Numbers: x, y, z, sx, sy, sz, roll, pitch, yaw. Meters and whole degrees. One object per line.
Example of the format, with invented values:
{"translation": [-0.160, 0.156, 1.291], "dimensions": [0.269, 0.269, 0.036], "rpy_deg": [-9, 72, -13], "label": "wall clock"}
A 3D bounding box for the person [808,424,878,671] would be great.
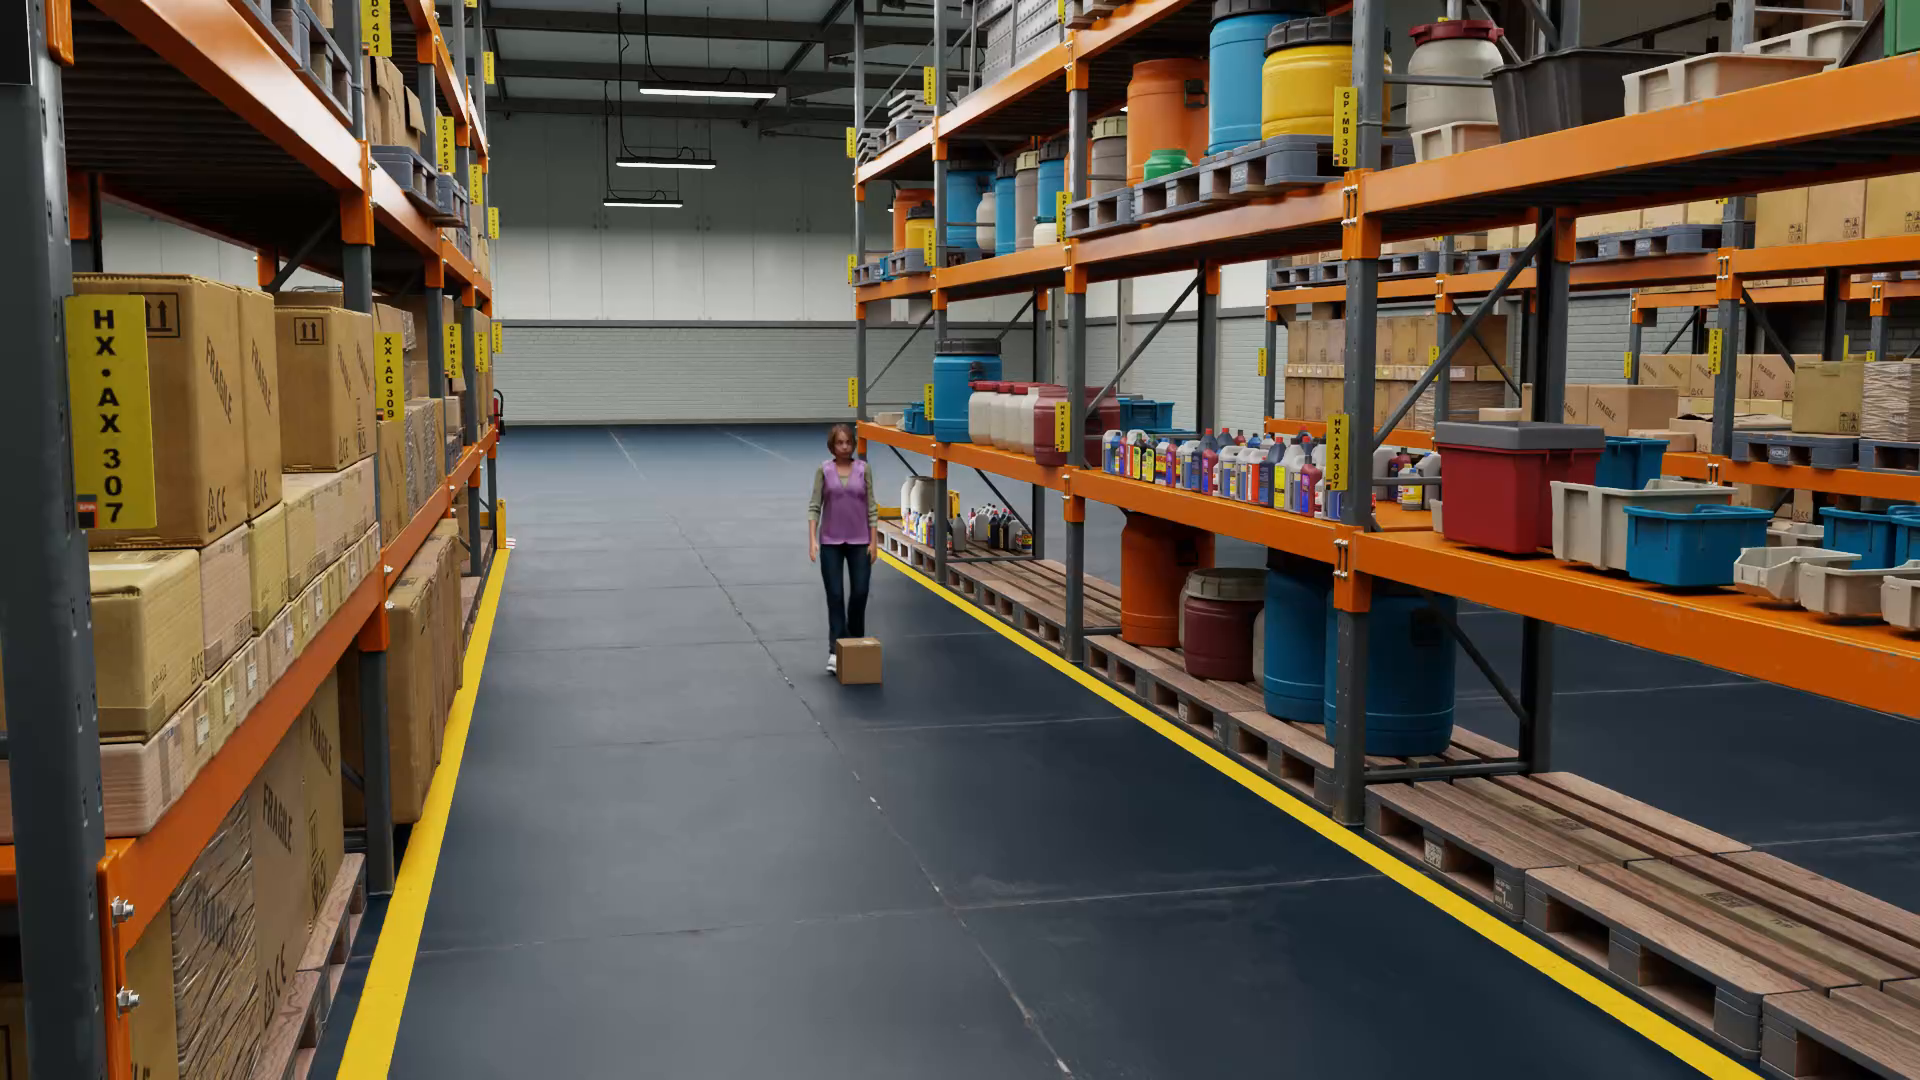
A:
{"translation": [-0.764, 0.074, 10.908], "dimensions": [0.461, 1.665, 0.422], "rpy_deg": [-1, 6, -6], "label": "person"}
